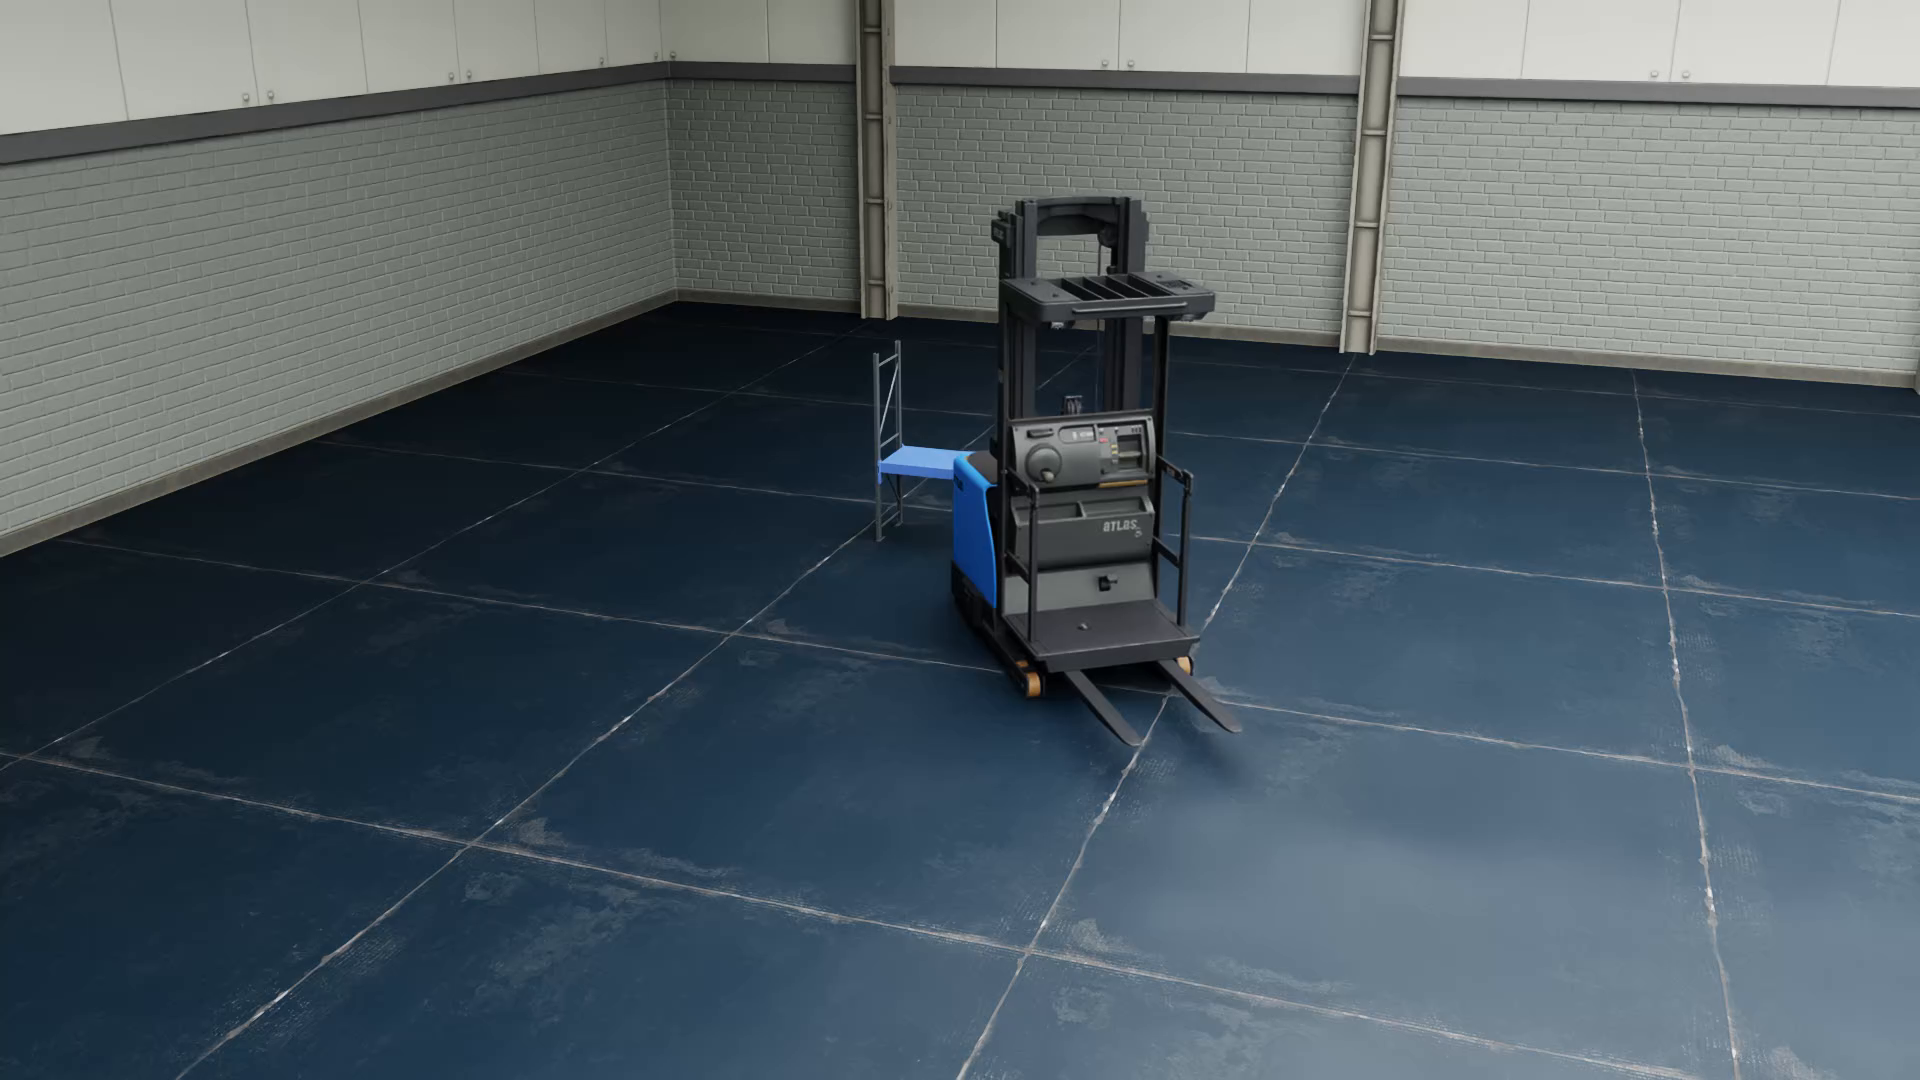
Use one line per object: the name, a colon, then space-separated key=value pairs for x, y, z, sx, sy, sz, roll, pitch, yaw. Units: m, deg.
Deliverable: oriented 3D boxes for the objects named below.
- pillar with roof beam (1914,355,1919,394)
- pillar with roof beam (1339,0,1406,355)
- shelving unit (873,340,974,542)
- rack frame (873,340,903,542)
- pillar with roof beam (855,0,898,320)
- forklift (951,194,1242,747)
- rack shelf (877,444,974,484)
pillar with roof beam: x=8.895 y=-4.468 z=12.223 sx=0.400 sy=9.000 sz=9.100 roll=7 pitch=20 yaw=18
pillar with roof beam: x=3.228 y=-5.116 z=14.082 sx=0.400 sy=9.000 sz=9.100 roll=7 pitch=20 yaw=18
shelving unit: x=-0.081 y=-0.717 z=12.856 sx=1.048 sy=1.500 sz=0.538 roll=7 pitch=20 yaw=18
rack frame: x=-0.561 y=-0.772 z=13.013 sx=0.032 sy=1.500 sz=0.500 roll=7 pitch=20 yaw=18
pillar with roof beam: x=-2.440 y=-5.764 z=15.941 sx=0.400 sy=9.000 sz=9.100 roll=7 pitch=20 yaw=18
forklift: x=0.839 y=-0.549 z=10.198 sx=1.130 sy=2.935 sz=3.031 roll=-5 pitch=20 yaw=-15
rack shelf: x=-0.081 y=-0.548 z=12.915 sx=1.000 sy=0.185 sz=0.538 roll=7 pitch=20 yaw=18
